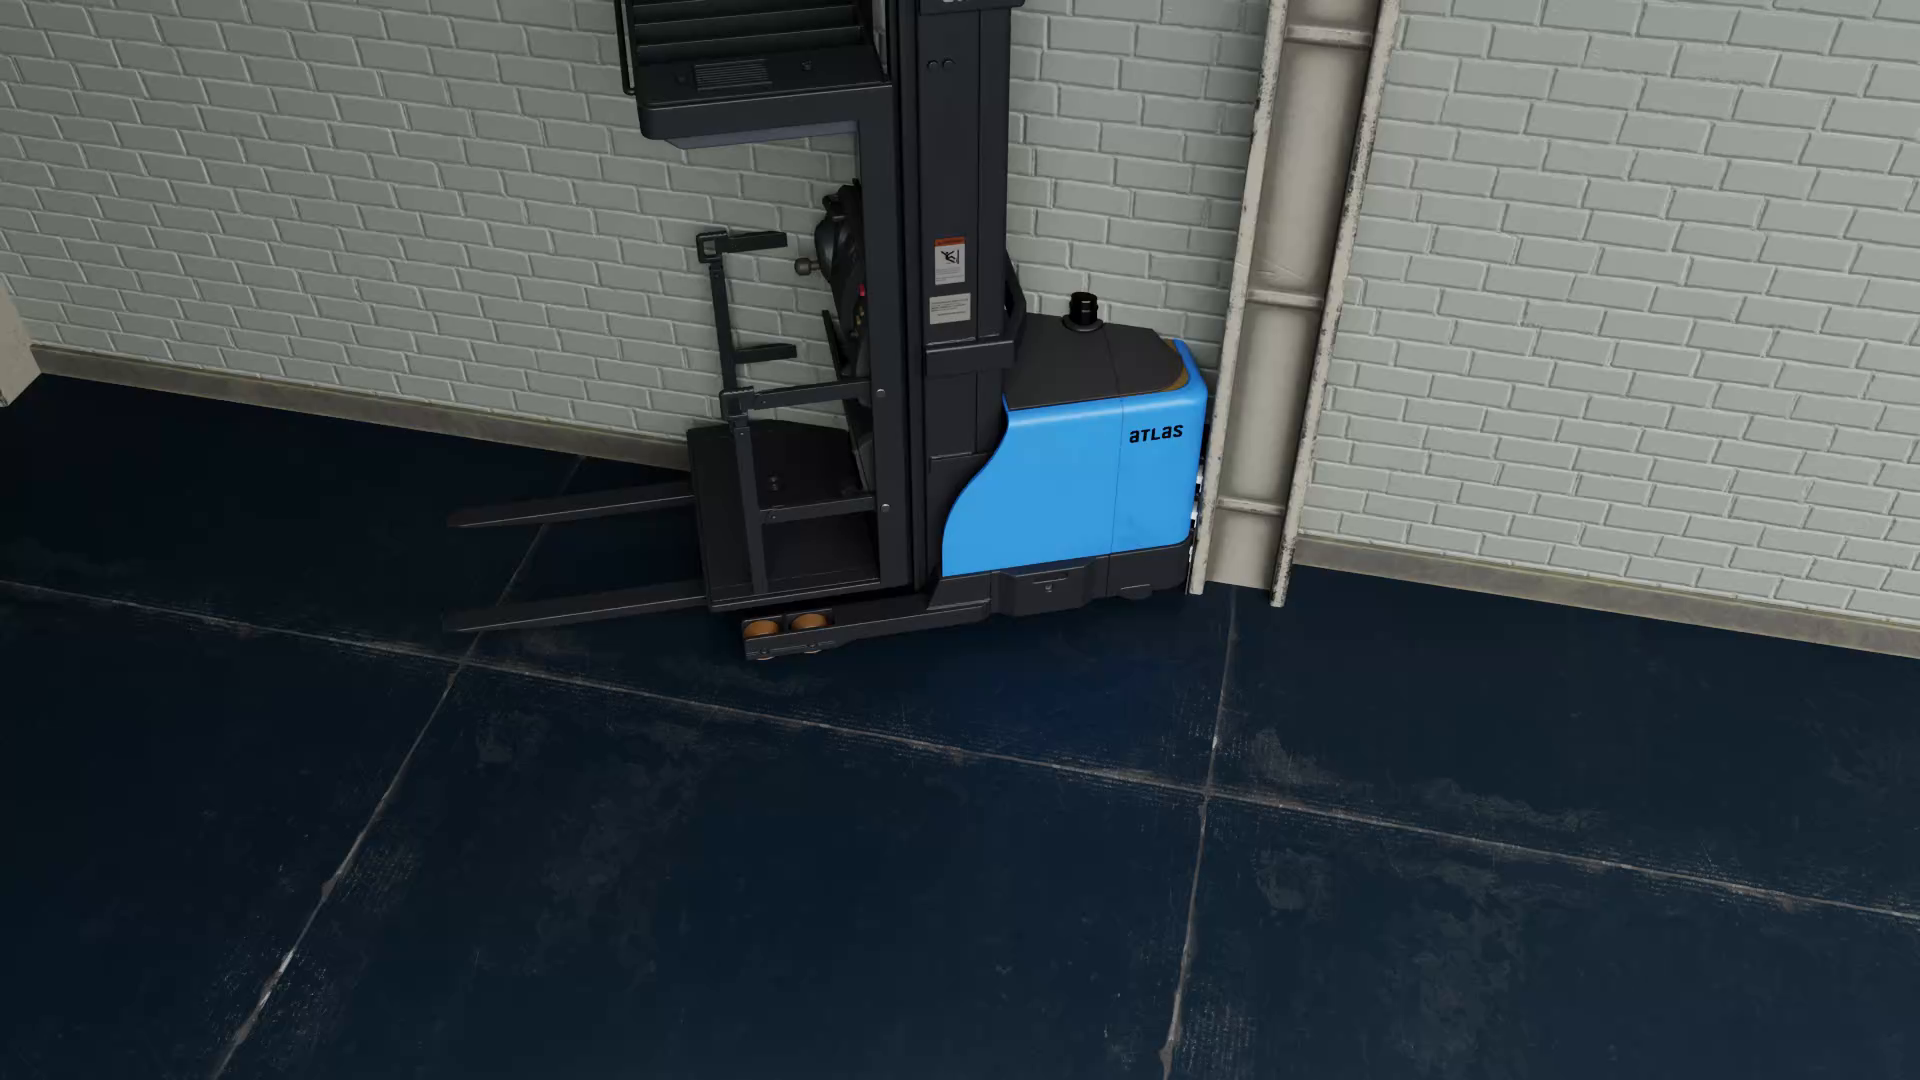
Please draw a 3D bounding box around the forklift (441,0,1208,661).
[{"bbox_3d":[-0.613,-0.972,6.107,3.031,2.935,1.130,-8,44,-8],"label":"forklift"}]

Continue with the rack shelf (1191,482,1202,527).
[{"bbox_3d":[0.884,-0.171,6.831,0.200,0.077,0.258,9,39,8],"label":"rack shelf"}]

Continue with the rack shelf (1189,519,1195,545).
[{"bbox_3d":[0.881,-0.100,6.887,0.200,0.077,0.258,9,39,8],"label":"rack shelf"}]

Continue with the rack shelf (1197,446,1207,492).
[{"bbox_3d":[0.889,-0.311,6.719,0.200,0.077,0.258,9,39,8],"label":"rack shelf"}]

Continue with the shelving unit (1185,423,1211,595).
[{"bbox_3d":[0.885,-0.197,6.810,0.210,0.900,0.258,9,39,8],"label":"shelving unit"}]

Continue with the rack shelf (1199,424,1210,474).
[{"bbox_3d":[0.891,-0.381,6.663,0.200,0.077,0.258,9,39,8],"label":"rack shelf"}]

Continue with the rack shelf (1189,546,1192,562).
[{"bbox_3d":[0.878,-0.030,6.943,0.200,0.077,0.258,9,39,8],"label":"rack shelf"}]

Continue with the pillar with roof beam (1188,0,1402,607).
[{"bbox_3d":[0.245,-0.182,0.910,0.400,9.000,9.100,9,45,9],"label":"pillar with roof beam"}]

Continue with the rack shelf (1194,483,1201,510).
[{"bbox_3d":[0.886,-0.241,6.775,0.200,0.077,0.258,9,39,8],"label":"rack shelf"}]

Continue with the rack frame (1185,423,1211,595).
[{"bbox_3d":[0.984,-0.181,6.795,0.006,0.900,0.240,9,39,8],"label":"rack frame"}]

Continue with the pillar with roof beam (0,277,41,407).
[{"bbox_3d":[-5.610,-1.091,1.854,0.400,9.000,9.100,9,45,9],"label":"pillar with roof beam"}]
